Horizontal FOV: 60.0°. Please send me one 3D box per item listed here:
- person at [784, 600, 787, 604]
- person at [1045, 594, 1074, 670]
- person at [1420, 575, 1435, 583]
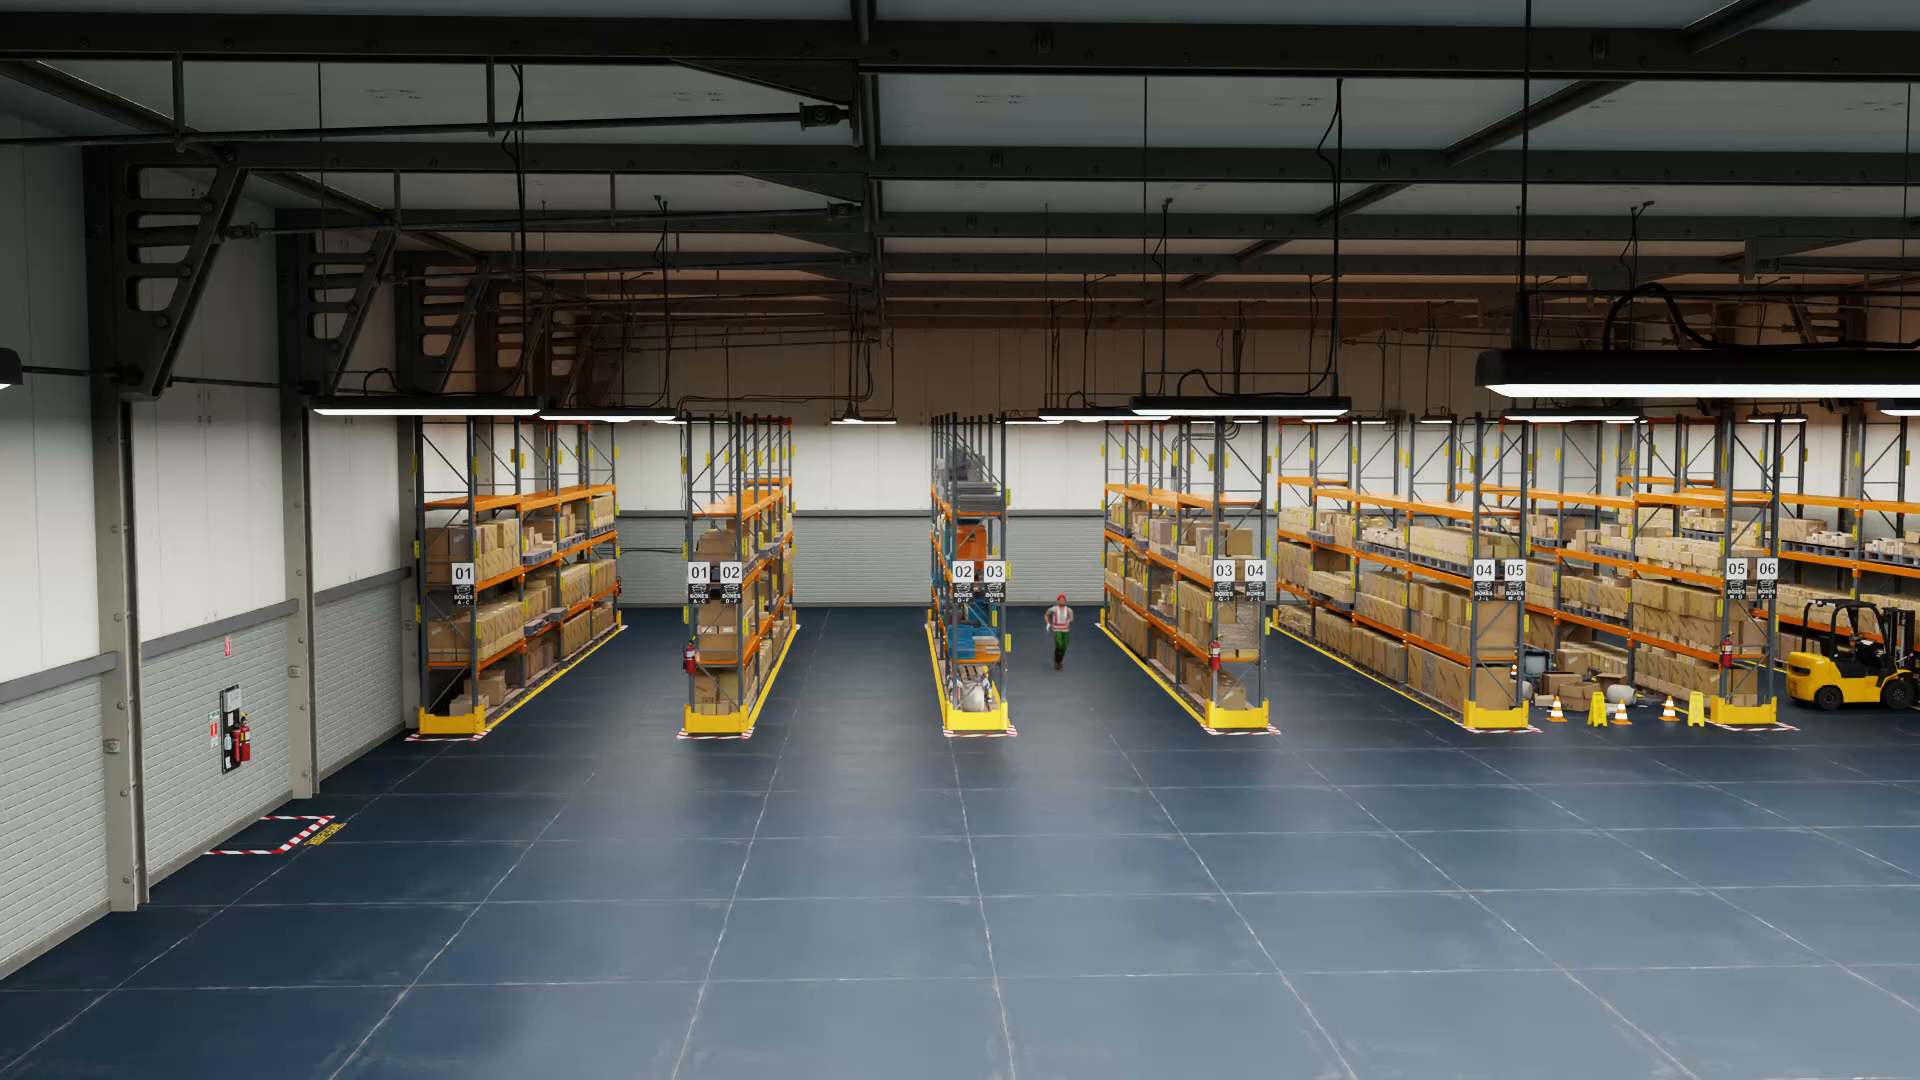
[{"bbox_3d":[-5.279,1.616,48.303,0.808,1.700,0.651,0,4,-7],"label":"person"},{"bbox_3d":[2.380,2.169,39.100,0.637,1.779,0.698,-1,4,-16],"label":"person"},{"bbox_3d":[13.836,1.481,49.027,0.947,1.762,0.668,0,4,-5],"label":"person"}]
